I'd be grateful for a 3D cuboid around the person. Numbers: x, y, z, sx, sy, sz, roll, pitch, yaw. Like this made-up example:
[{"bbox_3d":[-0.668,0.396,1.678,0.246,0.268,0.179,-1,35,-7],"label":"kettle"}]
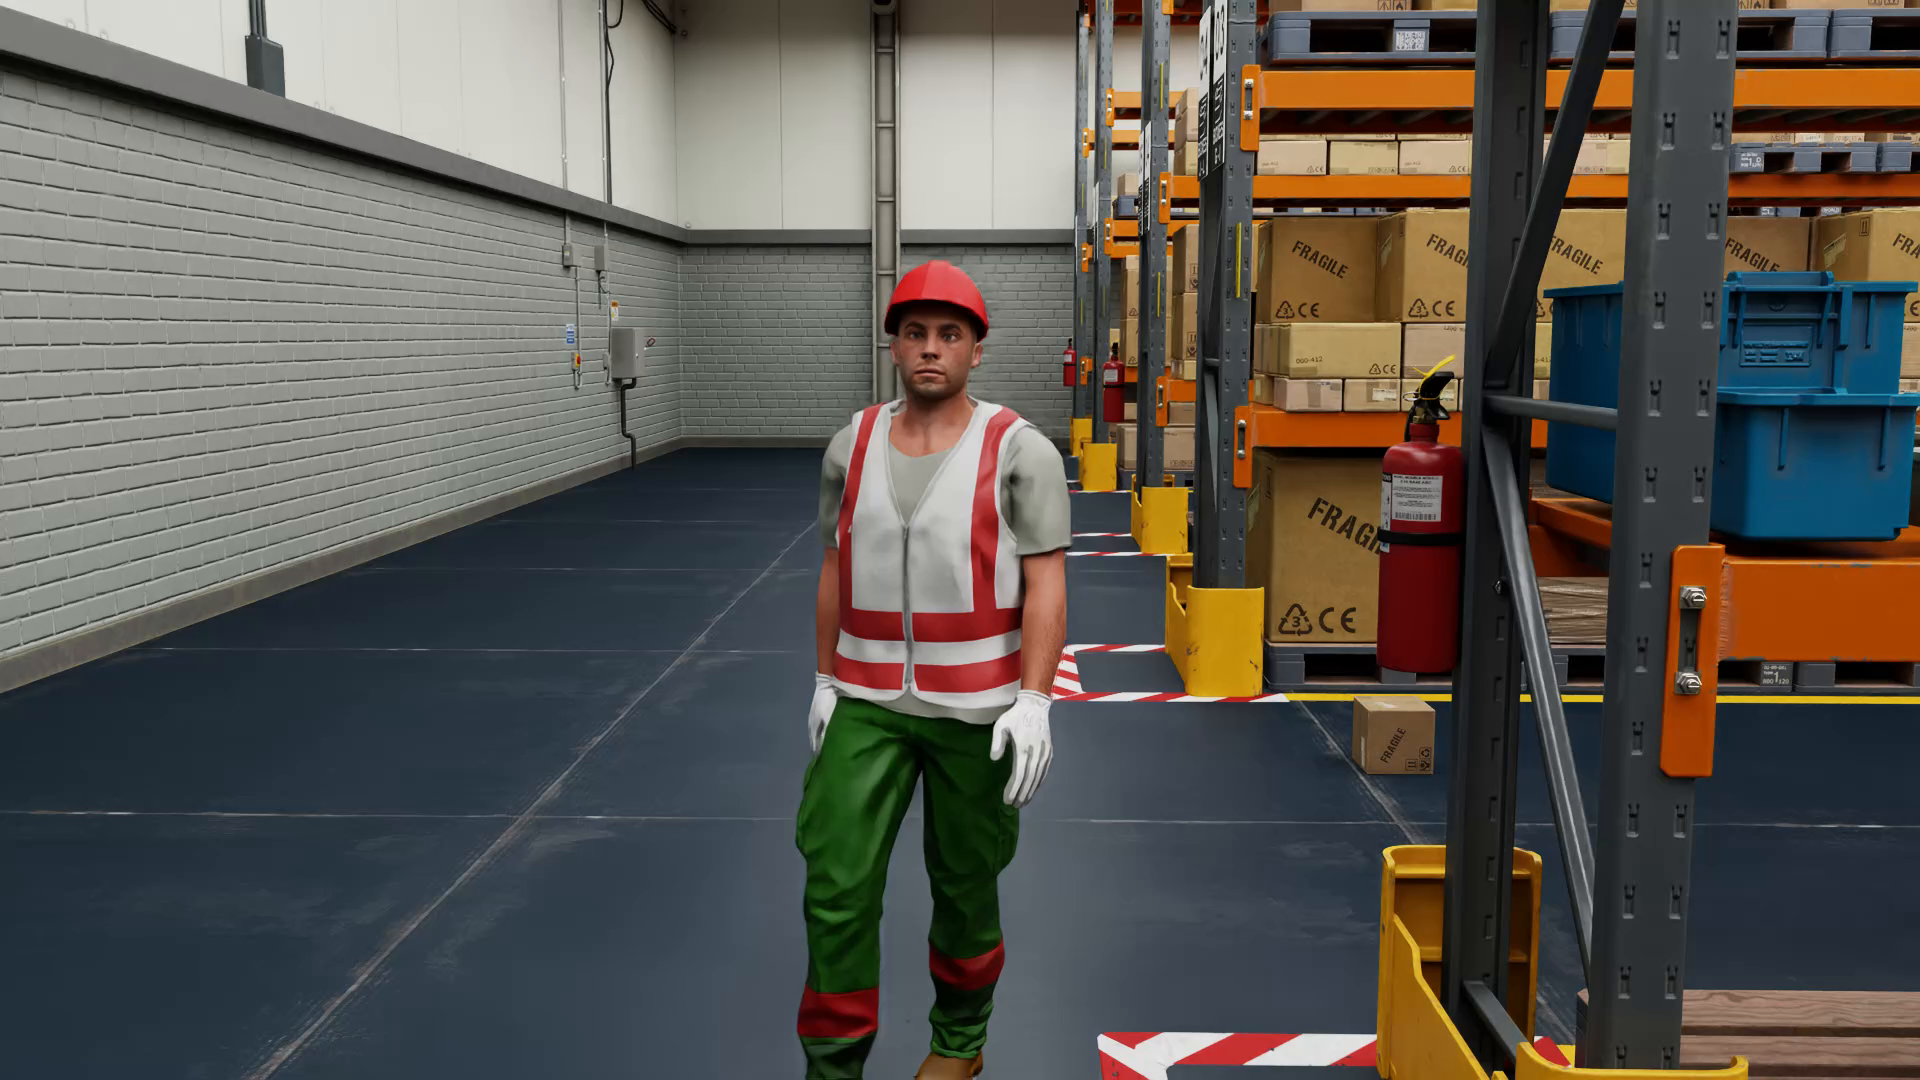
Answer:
[{"bbox_3d":[-0.086,0.363,3.259,0.579,1.811,0.765,2,7,14],"label":"person"}]
